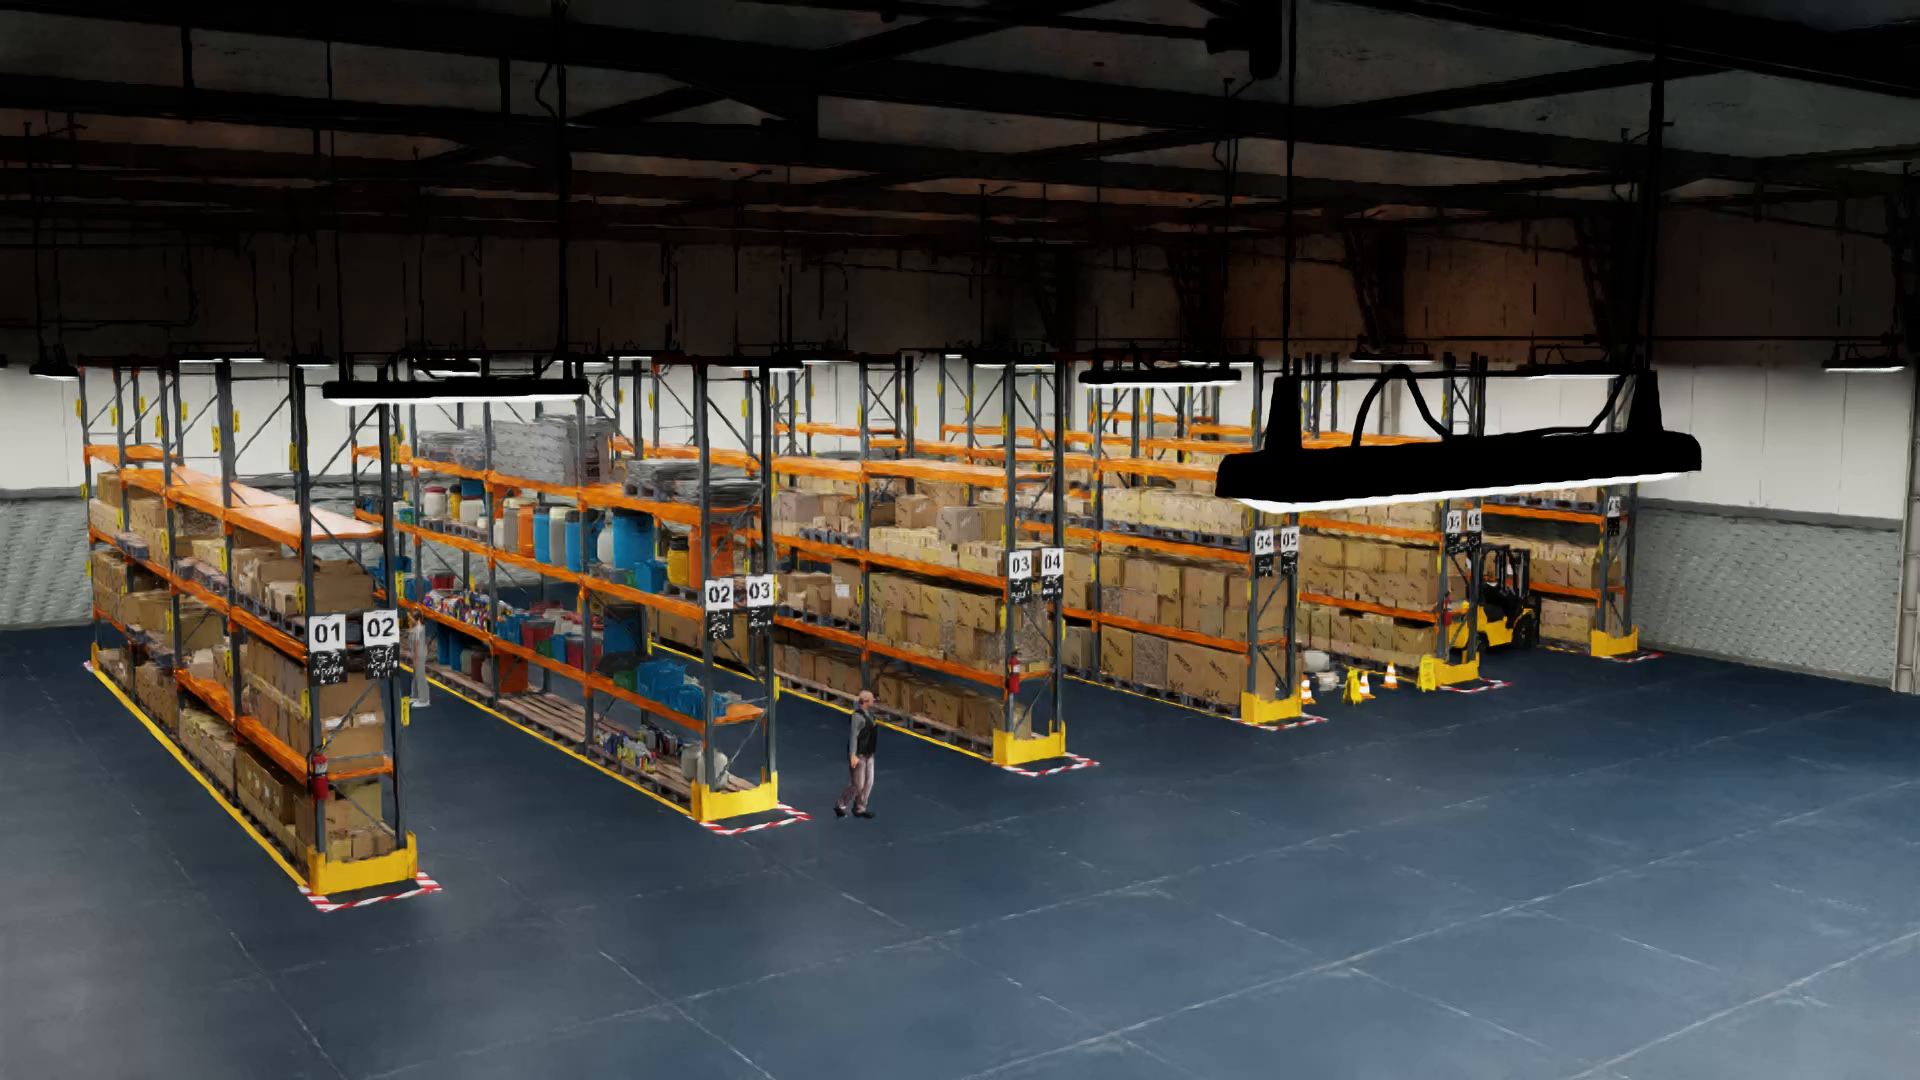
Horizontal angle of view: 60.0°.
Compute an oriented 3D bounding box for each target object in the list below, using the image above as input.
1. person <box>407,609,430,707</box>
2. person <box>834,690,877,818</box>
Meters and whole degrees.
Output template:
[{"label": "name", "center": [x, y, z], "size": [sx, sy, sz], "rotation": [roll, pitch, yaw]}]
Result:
[{"label": "person", "center": [-9.384, 2.018, 28.669], "size": [0.477, 1.675, 0.487], "rotation": [-1, 7, -6]}, {"label": "person", "center": [-1.379, 2.827, 21.990], "size": [0.541, 1.710, 0.580], "rotation": [2, 7, 18]}]
